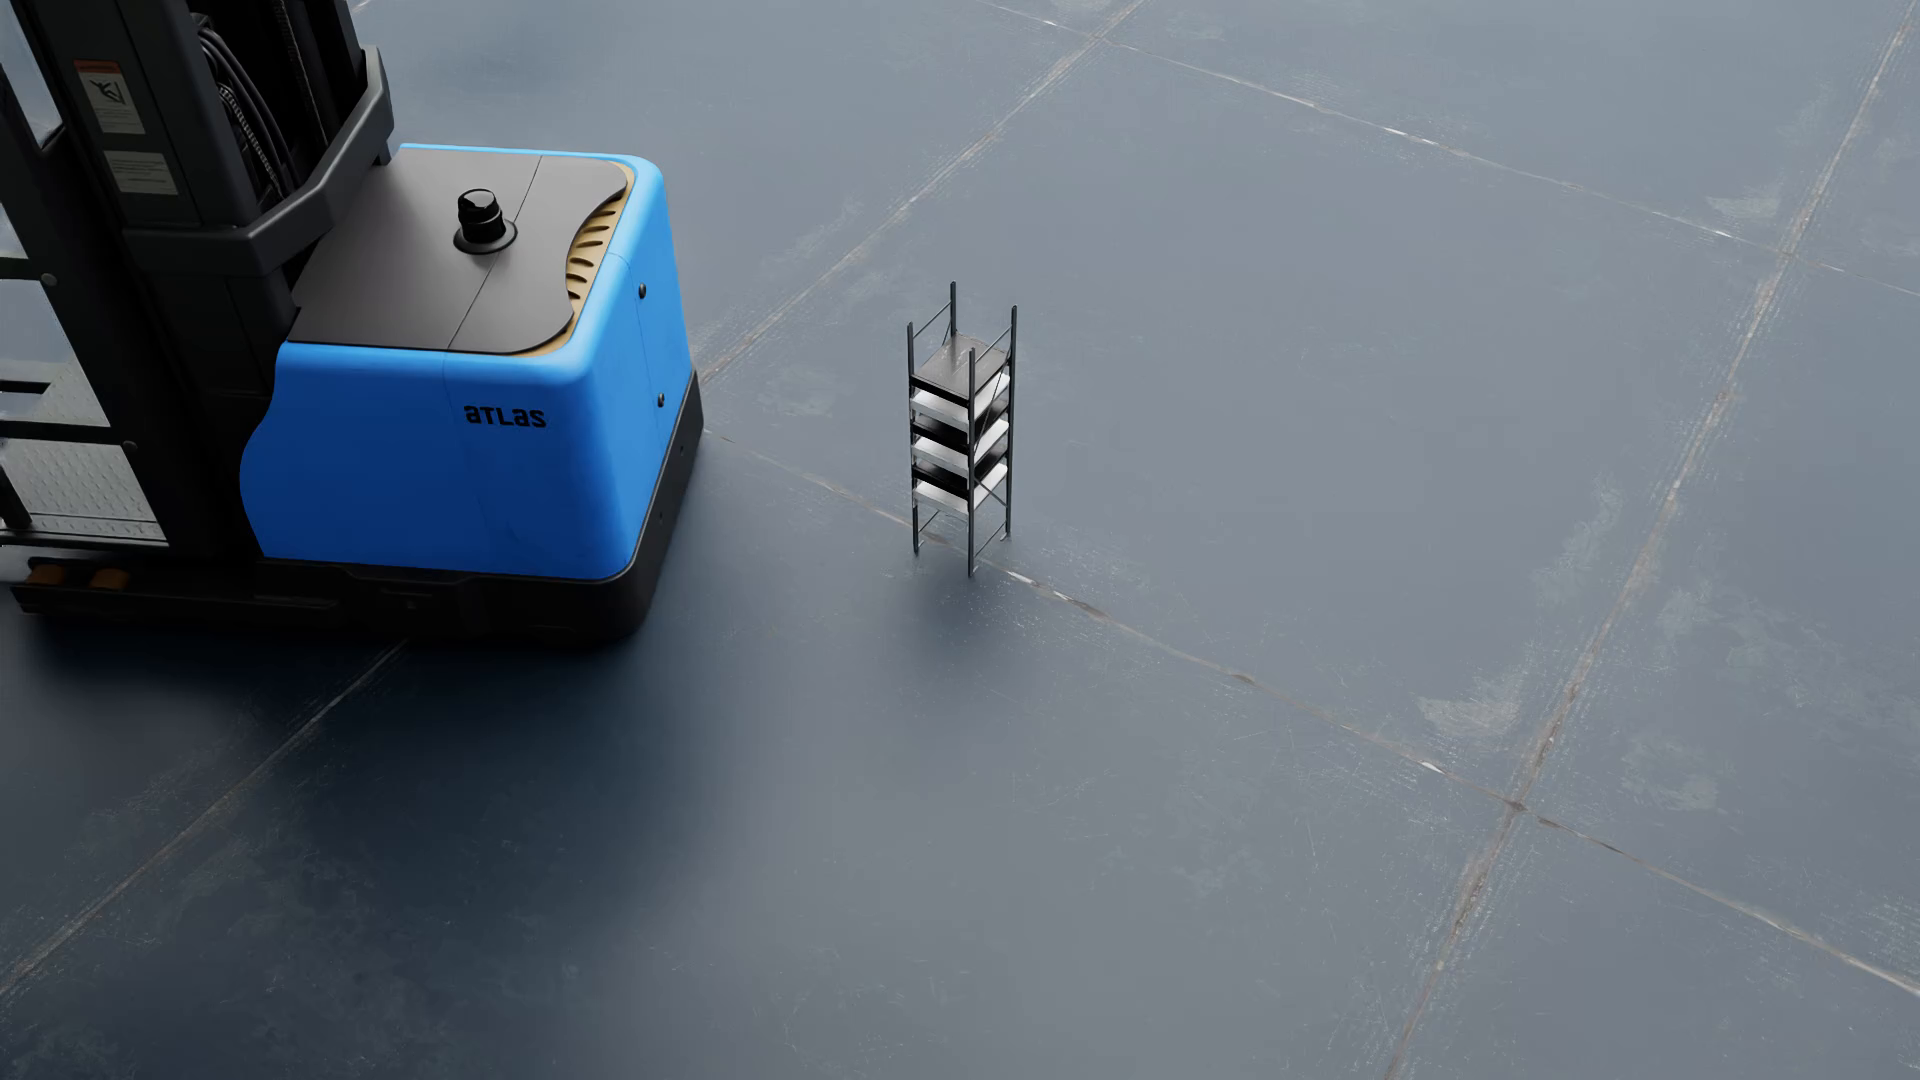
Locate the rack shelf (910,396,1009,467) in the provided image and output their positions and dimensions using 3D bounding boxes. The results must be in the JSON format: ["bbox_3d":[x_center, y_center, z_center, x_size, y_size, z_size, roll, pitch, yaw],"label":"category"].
[{"bbox_3d":[0.007,-0.350,4.886,0.200,0.077,0.258,25,51,22],"label":"rack shelf"}]

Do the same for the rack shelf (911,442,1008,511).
[{"bbox_3d":[0.007,-0.225,5.016,0.200,0.077,0.258,25,51,22],"label":"rack shelf"}]

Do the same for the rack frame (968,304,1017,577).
[{"bbox_3d":[0.092,-0.271,4.889,0.006,0.900,0.240,25,51,22],"label":"rack frame"}]

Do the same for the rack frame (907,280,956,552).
[{"bbox_3d":[-0.079,-0.350,4.965,0.006,0.900,0.240,25,51,22],"label":"rack frame"}]

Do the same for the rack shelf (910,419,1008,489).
[{"bbox_3d":[0.007,-0.287,4.951,0.200,0.077,0.258,25,51,22],"label":"rack shelf"}]

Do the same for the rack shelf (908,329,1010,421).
[{"bbox_3d":[0.007,-0.475,4.757,0.200,0.077,0.258,25,51,22],"label":"rack shelf"}]

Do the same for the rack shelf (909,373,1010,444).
[{"bbox_3d":[0.007,-0.413,4.822,0.200,0.077,0.258,25,51,22],"label":"rack shelf"}]

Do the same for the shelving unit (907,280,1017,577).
[{"bbox_3d":[0.007,-0.310,4.927,0.210,0.900,0.258,25,51,22],"label":"shelving unit"}]

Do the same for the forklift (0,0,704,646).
[{"bbox_3d":[-2.399,-1.151,4.327,3.031,2.935,1.130,4,46,4],"label":"forklift"}]

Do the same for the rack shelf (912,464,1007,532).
[{"bbox_3d":[0.007,-0.162,5.080,0.200,0.077,0.258,25,51,22],"label":"rack shelf"}]
